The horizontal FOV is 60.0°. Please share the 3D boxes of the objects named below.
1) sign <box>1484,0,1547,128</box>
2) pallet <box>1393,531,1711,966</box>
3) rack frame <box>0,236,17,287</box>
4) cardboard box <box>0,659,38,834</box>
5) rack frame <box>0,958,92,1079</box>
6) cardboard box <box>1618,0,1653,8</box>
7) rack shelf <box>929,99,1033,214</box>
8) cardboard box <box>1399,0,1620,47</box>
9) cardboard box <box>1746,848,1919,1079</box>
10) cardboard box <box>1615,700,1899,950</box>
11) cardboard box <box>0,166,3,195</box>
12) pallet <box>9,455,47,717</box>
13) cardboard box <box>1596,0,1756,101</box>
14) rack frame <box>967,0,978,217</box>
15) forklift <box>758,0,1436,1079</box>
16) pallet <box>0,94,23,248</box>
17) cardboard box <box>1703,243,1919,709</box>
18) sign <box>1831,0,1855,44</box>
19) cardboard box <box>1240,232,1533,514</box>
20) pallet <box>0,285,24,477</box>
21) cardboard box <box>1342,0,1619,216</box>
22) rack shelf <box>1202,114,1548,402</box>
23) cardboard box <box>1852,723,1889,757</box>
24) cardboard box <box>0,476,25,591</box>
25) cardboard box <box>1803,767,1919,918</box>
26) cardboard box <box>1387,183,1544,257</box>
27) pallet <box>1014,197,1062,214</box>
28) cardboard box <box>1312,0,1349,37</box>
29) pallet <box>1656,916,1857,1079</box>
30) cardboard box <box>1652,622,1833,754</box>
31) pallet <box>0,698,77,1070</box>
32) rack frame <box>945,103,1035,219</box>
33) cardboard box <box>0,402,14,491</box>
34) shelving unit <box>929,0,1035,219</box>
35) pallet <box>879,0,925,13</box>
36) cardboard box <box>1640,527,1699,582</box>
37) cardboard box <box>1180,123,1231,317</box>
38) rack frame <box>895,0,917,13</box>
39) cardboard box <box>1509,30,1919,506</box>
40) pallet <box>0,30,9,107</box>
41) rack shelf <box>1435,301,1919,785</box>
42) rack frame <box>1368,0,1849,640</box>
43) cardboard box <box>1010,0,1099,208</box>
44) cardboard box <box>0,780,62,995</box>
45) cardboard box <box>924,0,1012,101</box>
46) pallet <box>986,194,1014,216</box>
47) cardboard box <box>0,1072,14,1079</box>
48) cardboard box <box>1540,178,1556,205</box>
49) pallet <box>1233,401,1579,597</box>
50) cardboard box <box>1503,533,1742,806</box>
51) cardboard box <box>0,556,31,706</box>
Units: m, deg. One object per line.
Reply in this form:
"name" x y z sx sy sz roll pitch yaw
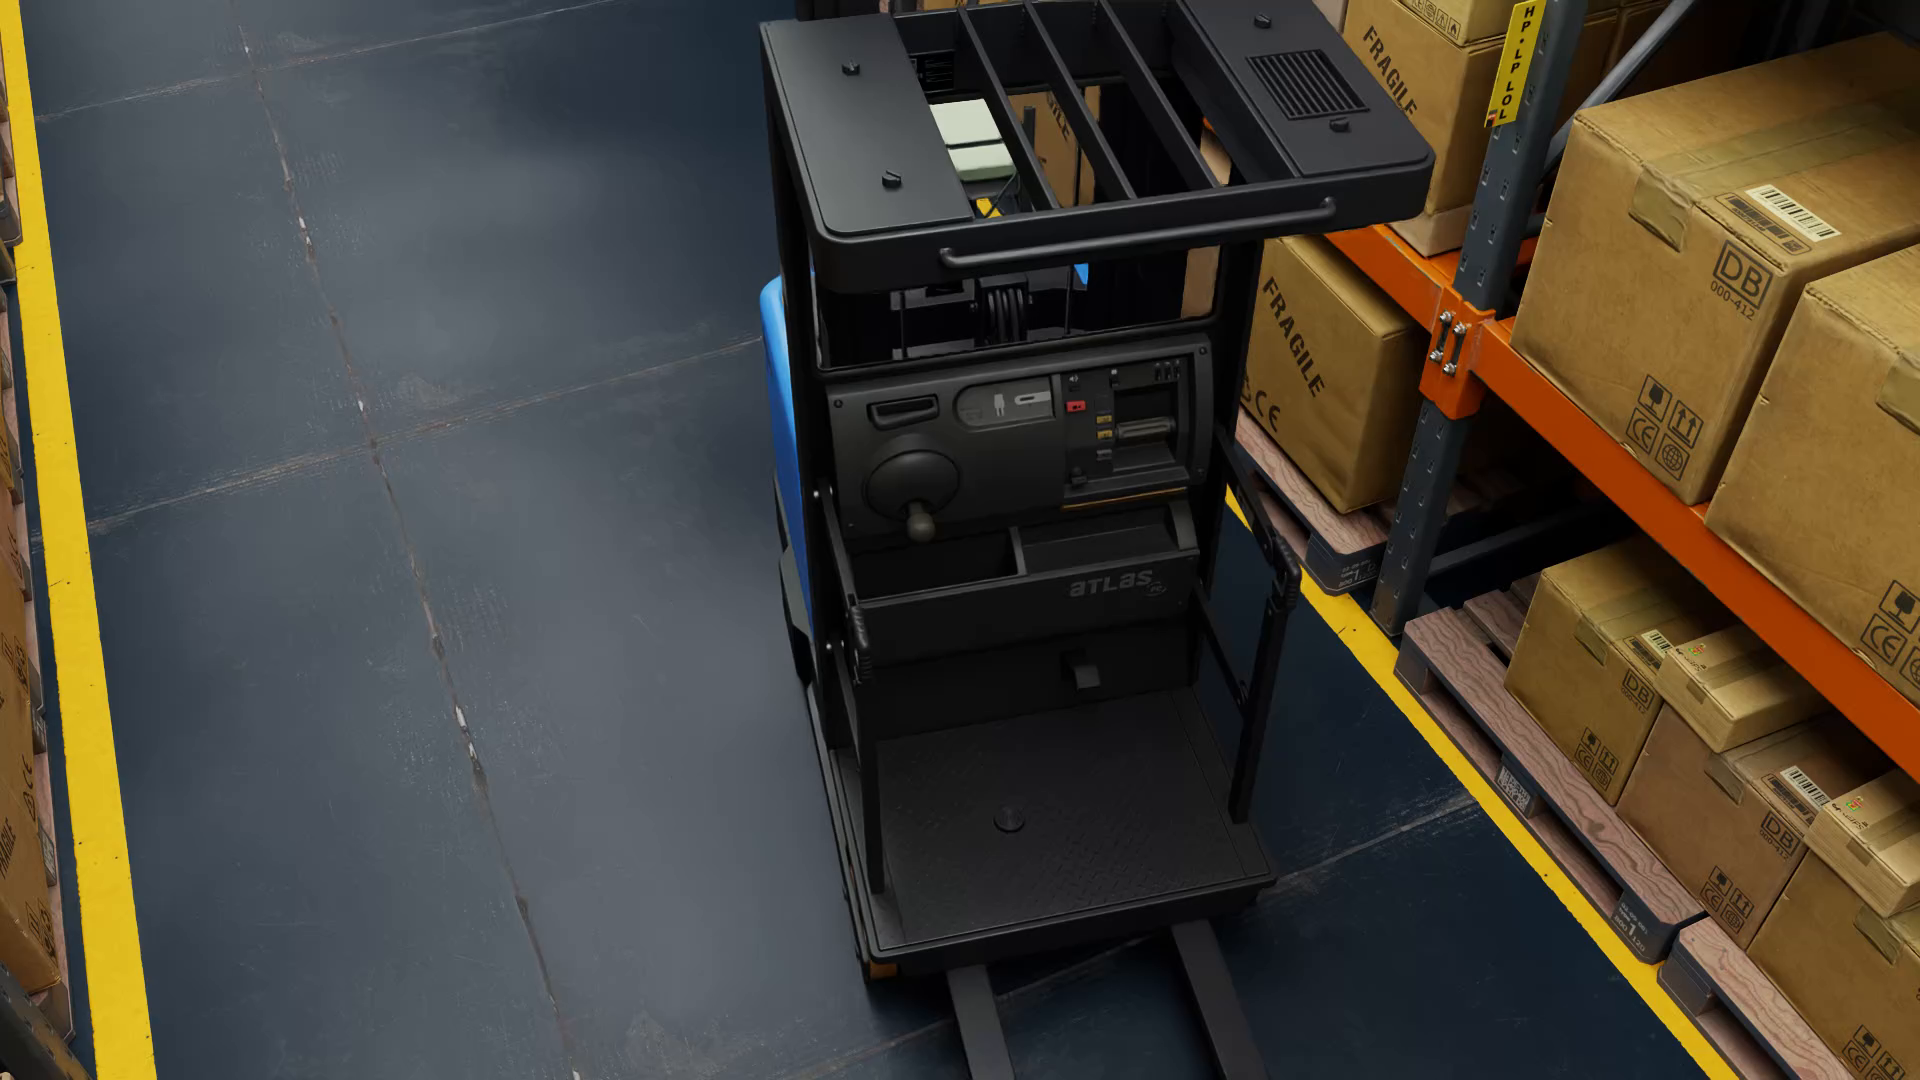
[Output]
"sign" 1.341 -1.147 4.009 0.100 0.325 0.005 -18 47 -17
"pallet" 2.078 0.570 5.022 1.003 0.211 1.213 -18 47 -17
"rack frame" -4.346 -2.014 5.655 1.000 3.000 0.127 -18 47 -17
"cardboard box" -2.881 0.552 4.522 0.500 0.500 0.500 -17 47 -17
"rack frame" -2.661 0.534 3.073 0.949 2.616 0.053 -18 47 -17
"cardboard box" 1.872 -1.715 4.522 0.500 0.250 0.500 -17 47 -16
"rack shelf" -0.056 -1.251 5.394 0.431 0.370 0.720 -9 45 -9
"cardboard box" 1.400 -1.568 4.372 0.500 0.250 0.500 -17 47 -16
"cardboard box" 2.472 0.966 4.116 0.700 0.500 0.500 -17 47 -16
"cardboard box" 2.258 0.638 4.448 0.700 0.500 0.500 -18 48 -18
"cardboard box" -4.300 -1.605 6.899 0.500 0.250 0.500 -18 47 -18
"pallet" -3.557 0.242 5.354 1.003 0.211 1.213 -18 47 -17
"cardboard box" 1.864 -1.446 4.783 0.500 0.500 0.500 -20 48 -19
"rack frame" -0.138 -1.224 5.923 0.400 1.500 0.023 -9 45 -9
"forklift" 0.204 -0.147 3.812 1.130 2.935 3.031 -9 45 -9
"pallet" -4.657 -1.557 7.178 1.003 0.211 1.213 -18 47 -17
"cardboard box" 2.344 -0.219 3.623 0.980 0.700 0.700 -19 48 -18
"sign" 2.332 -1.431 4.392 0.100 0.325 0.005 -18 47 -17
"cardboard box" 1.438 -0.690 5.545 0.750 0.750 0.750 -18 47 -17
"pallet" -4.066 -0.534 6.141 1.003 0.211 1.213 -18 47 -17
"cardboard box" 1.406 -1.298 4.633 0.500 0.500 0.500 -19 48 -18
"rack shelf" 0.988 -1.948 6.101 1.077 0.370 4.000 -18 47 -17
"cardboard box" 2.504 0.438 4.189 0.380 0.149 0.250 -19 48 -19
"cardboard box" -3.296 -0.091 5.173 0.500 0.500 0.500 -20 48 -19
"cardboard box" 2.248 0.691 3.933 0.380 0.149 0.250 -19 48 -19
"cardboard box" 1.430 -0.979 4.772 0.380 0.149 0.250 -18 47 -17
"pallet" 0.919 -1.185 6.801 1.003 0.211 1.213 -18 47 -17
"cardboard box" 1.183 -1.620 4.959 0.500 0.500 0.500 -18 47 -17
"pallet" 2.594 1.349 4.233 1.003 0.211 1.213 -18 47 -17
"cardboard box" 2.029 0.358 4.270 0.380 0.149 0.250 -17 47 -16
"pallet" -3.040 1.021 4.565 1.003 0.211 1.213 -18 47 -17
"rack frame" 0.025 -0.723 5.414 0.400 1.500 0.023 -9 45 -9
"cardboard box" -3.522 -0.424 5.510 0.500 0.500 0.500 -20 48 -19
"shelving unit" -0.056 -0.973 5.668 0.431 1.500 0.755 -9 45 -9
"pallet" -0.180 -2.985 8.625 1.003 0.211 1.213 -18 47 -17
"cardboard box" 2.169 -0.065 4.699 0.380 0.149 0.250 -18 47 -18
"cardboard box" 1.061 -1.256 6.118 0.750 0.750 0.750 -17 47 -16
"rack frame" 0.147 -3.479 7.140 1.000 3.000 0.127 -18 47 -17
"cardboard box" 2.042 -0.686 4.096 0.980 0.700 0.700 -17 47 -17
"pallet" -5.166 -2.334 7.965 1.003 0.211 1.213 -18 47 -17
"rack shelf" 2.670 0.601 3.518 1.077 0.370 4.000 -18 47 -17
"rack frame" 1.829 -0.930 4.557 1.000 3.000 0.127 -18 47 -17
"cardboard box" 0.700 -1.796 6.666 0.750 0.750 0.750 -18 47 -18
"cardboard box" -2.646 0.888 4.180 0.500 0.500 0.500 -20 48 -19
"cardboard box" 0.337 -2.356 7.233 0.750 0.750 0.750 -19 48 -18
"pallet" 0.410 -1.962 7.588 1.003 0.211 1.213 -18 47 -17
"cardboard box" -2.167 1.548 3.512 0.500 0.500 0.500 -18 47 -17
"cardboard box" 1.868 -1.120 4.914 0.380 0.149 0.250 -19 48 -19
"pallet" 1.436 -0.407 6.012 1.003 0.211 1.213 -18 47 -17
"cardboard box" 2.050 0.317 4.774 0.700 0.500 0.500 -17 47 -17
"cardboard box" -3.084 0.231 4.847 0.500 0.500 0.500 -17 47 -17
